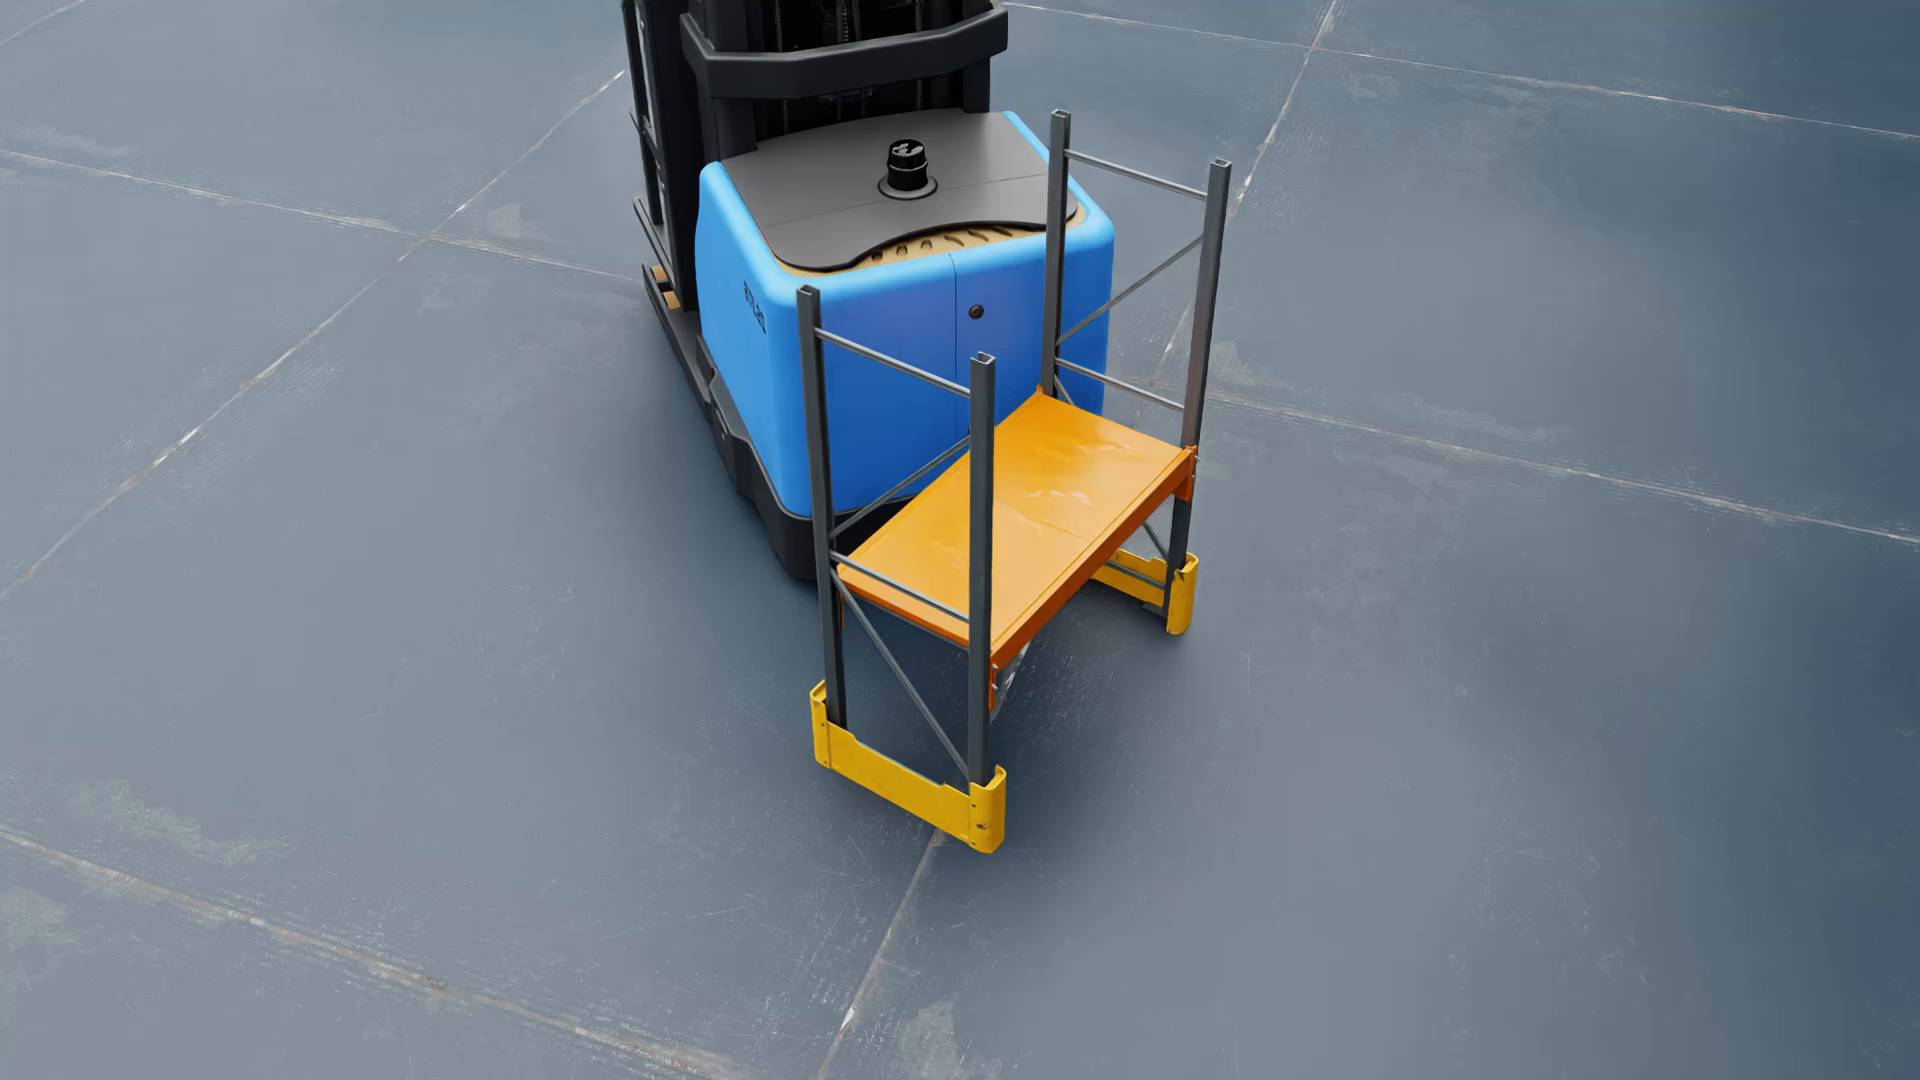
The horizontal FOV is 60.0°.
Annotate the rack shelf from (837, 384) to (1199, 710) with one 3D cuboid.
[{"bbox_3d":[0.151,-0.017,4.392,0.538,0.185,1.000,24,46,26],"label":"rack shelf"}]

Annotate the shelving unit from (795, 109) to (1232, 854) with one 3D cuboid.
[{"bbox_3d":[0.146,-0.149,4.269,0.587,1.500,1.083,24,46,26],"label":"shelving unit"}]

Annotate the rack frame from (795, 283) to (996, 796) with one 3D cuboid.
[{"bbox_3d":[-0.141,0.116,3.958,0.500,1.500,0.032,24,46,26],"label":"rack frame"}]

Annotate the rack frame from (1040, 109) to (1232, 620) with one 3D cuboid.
[{"bbox_3d":[0.442,-0.424,4.592,0.500,1.500,0.032,24,46,26],"label":"rack frame"}]

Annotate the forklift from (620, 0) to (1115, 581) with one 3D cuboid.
[{"bbox_3d":[-0.546,-1.956,5.284,1.130,2.935,3.031,-14,42,-16],"label":"forklift"}]

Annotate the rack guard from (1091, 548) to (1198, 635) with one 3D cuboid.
[{"bbox_3d":[0.431,0.061,4.985,0.587,0.250,0.087,24,46,26],"label":"rack guard"}]

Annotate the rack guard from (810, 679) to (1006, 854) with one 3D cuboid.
[{"bbox_3d":[-0.140,0.591,4.365,0.587,0.250,0.087,24,46,26],"label":"rack guard"}]
